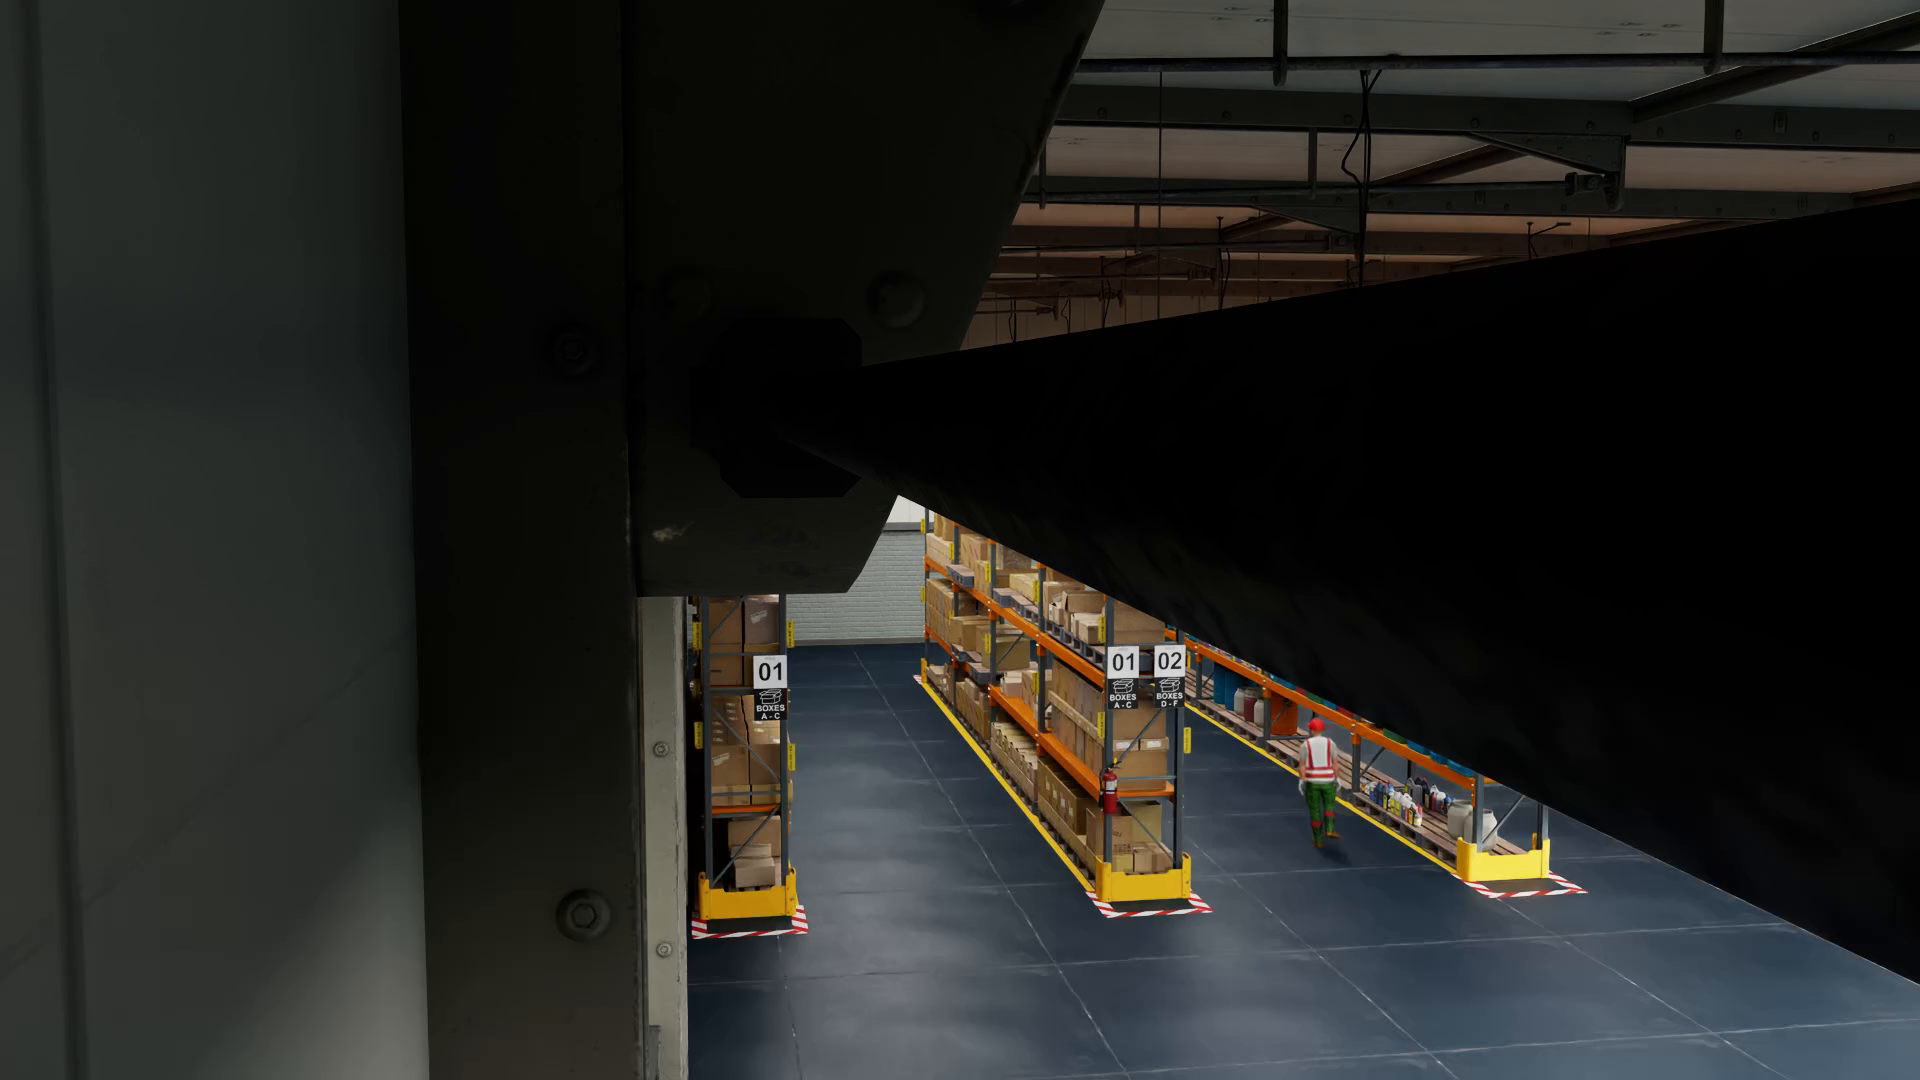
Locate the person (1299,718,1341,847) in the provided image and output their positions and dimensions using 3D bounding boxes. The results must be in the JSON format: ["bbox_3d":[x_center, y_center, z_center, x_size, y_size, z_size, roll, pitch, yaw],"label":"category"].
[{"bbox_3d":[5.034,3.391,23.266,0.586,1.781,0.511,0,5,1],"label":"person"}]

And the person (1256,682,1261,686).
[{"bbox_3d":[6.607,2.299,36.263,0.555,1.736,0.715,2,6,26],"label":"person"}]
